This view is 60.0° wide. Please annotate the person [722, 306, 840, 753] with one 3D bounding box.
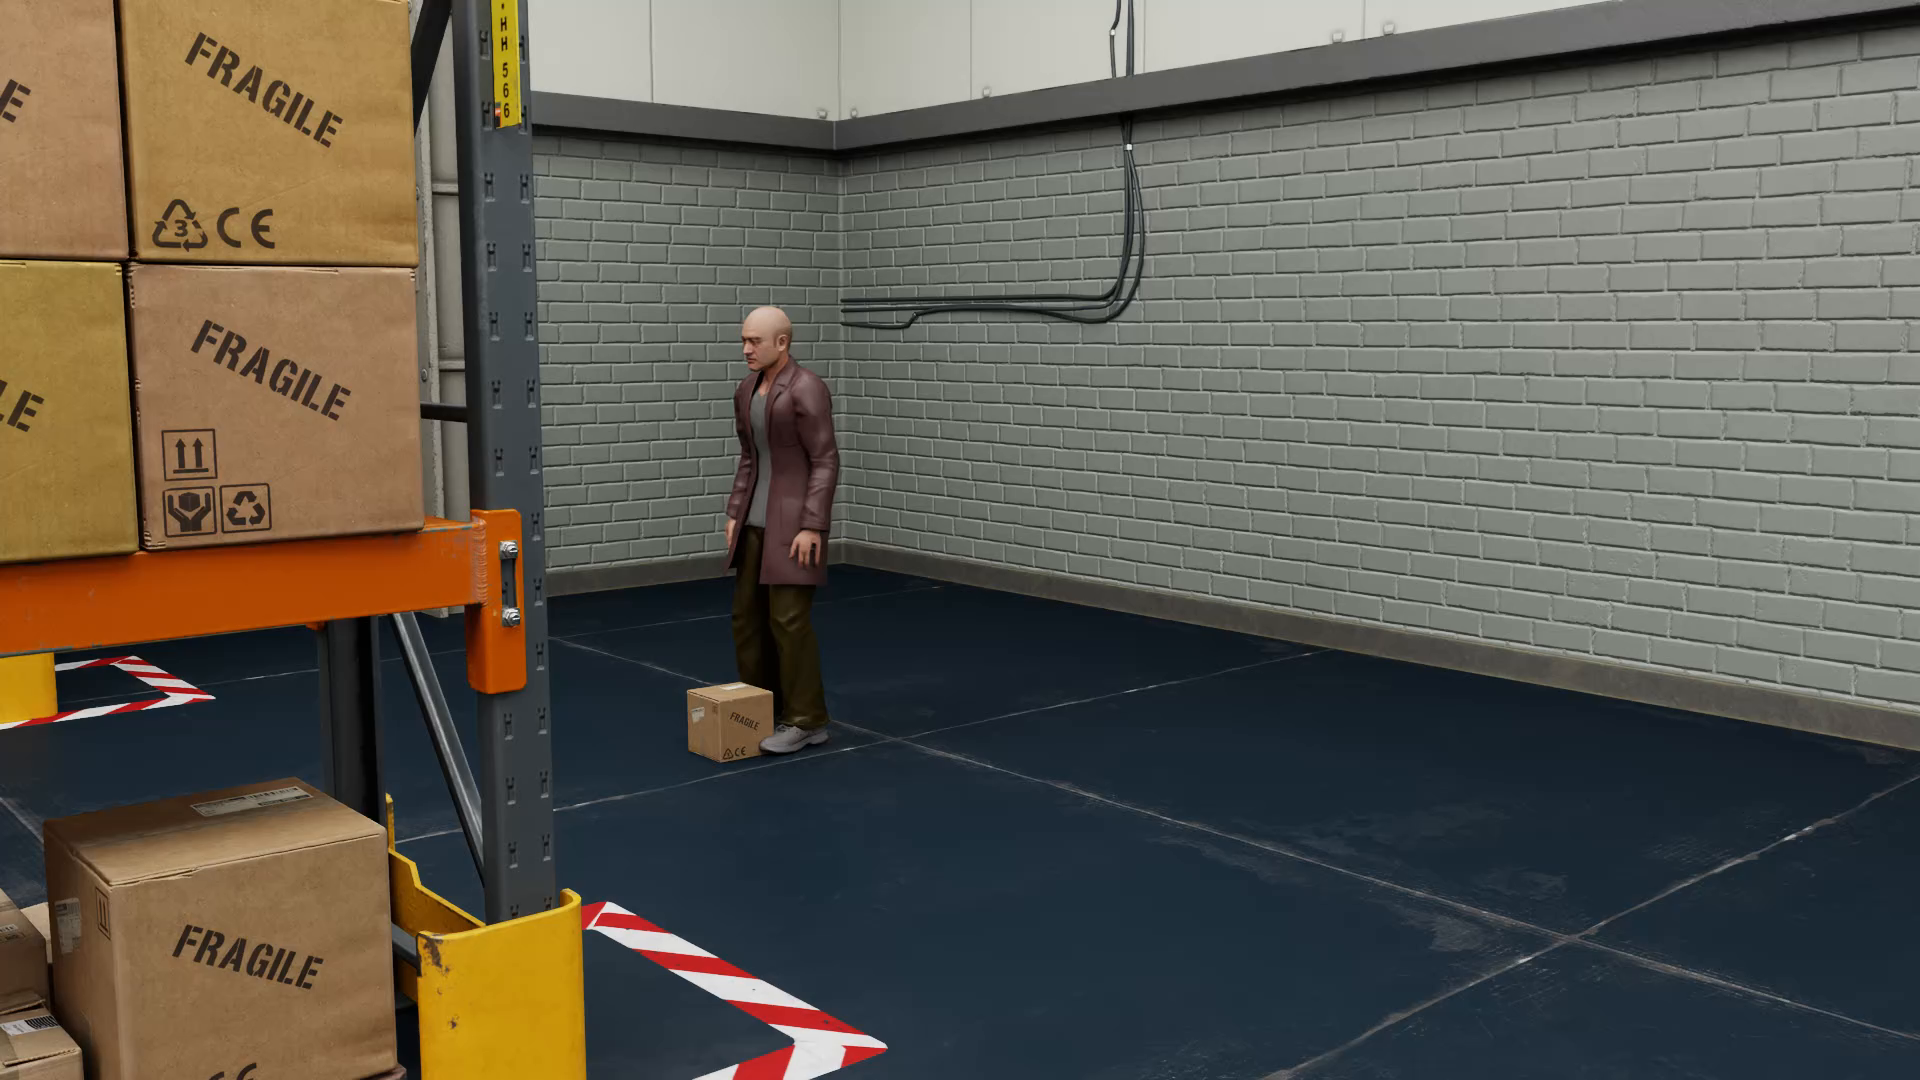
[{"bbox_3d":[-0.742,0.006,6.744,0.427,1.658,0.640,-6,10,-41],"label":"person"}]
